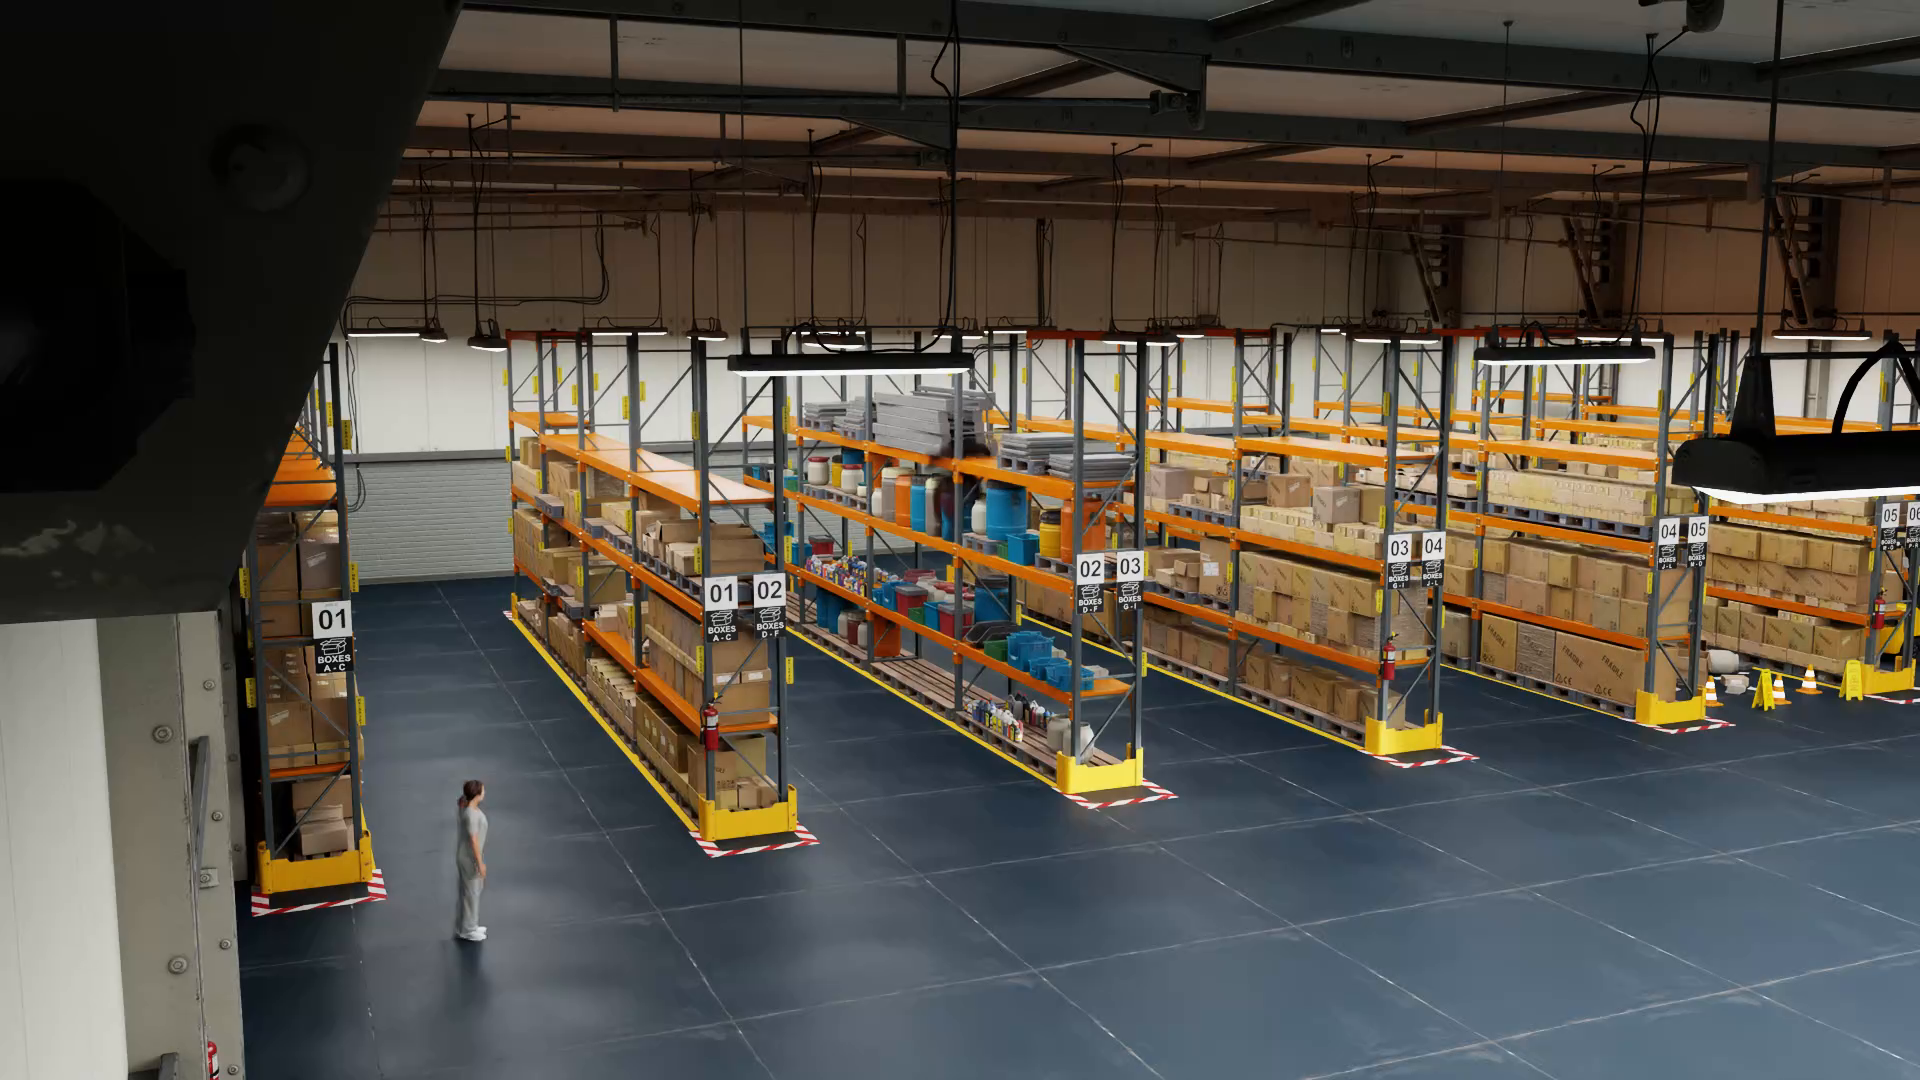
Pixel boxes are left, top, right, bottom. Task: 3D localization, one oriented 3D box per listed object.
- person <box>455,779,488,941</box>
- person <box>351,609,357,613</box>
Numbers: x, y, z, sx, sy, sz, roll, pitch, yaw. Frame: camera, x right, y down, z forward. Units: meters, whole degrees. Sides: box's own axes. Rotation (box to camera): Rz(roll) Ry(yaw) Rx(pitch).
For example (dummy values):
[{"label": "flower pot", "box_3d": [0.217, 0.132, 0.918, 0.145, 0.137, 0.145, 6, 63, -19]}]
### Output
[{"label": "person", "box_3d": [-4.958, 3.230, 16.840, 0.376, 1.666, 0.494, -2, 8, -13]}, {"label": "person", "box_3d": [-13.172, 0.732, 34.941, 0.562, 1.663, 1.078, -8, 11, -44]}]
